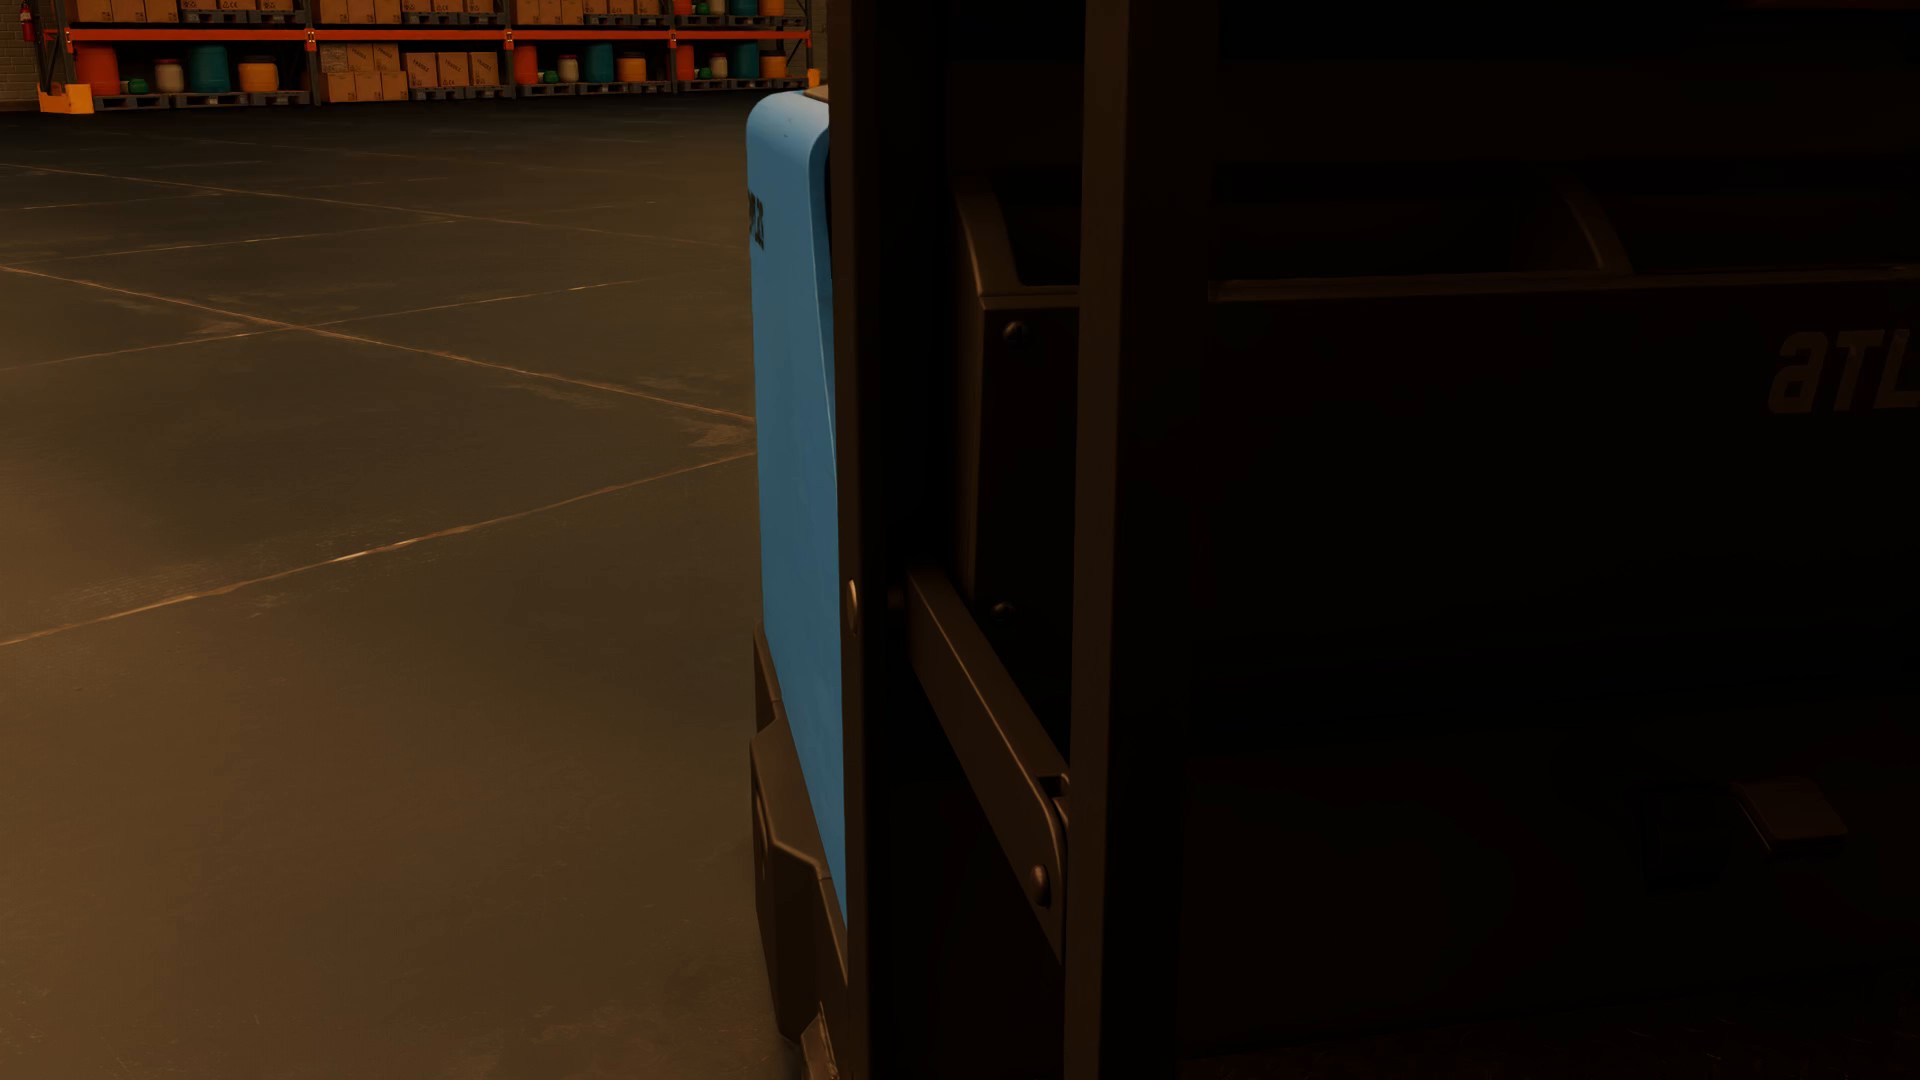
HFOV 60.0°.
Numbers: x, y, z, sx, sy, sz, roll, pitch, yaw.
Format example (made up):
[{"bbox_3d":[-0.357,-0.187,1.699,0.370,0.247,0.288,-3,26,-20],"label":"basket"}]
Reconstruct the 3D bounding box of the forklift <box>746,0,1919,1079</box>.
[{"bbox_3d":[0.500,-0.601,0.878,1.130,2.935,3.031,-3,17,-11],"label":"forklift"}]
